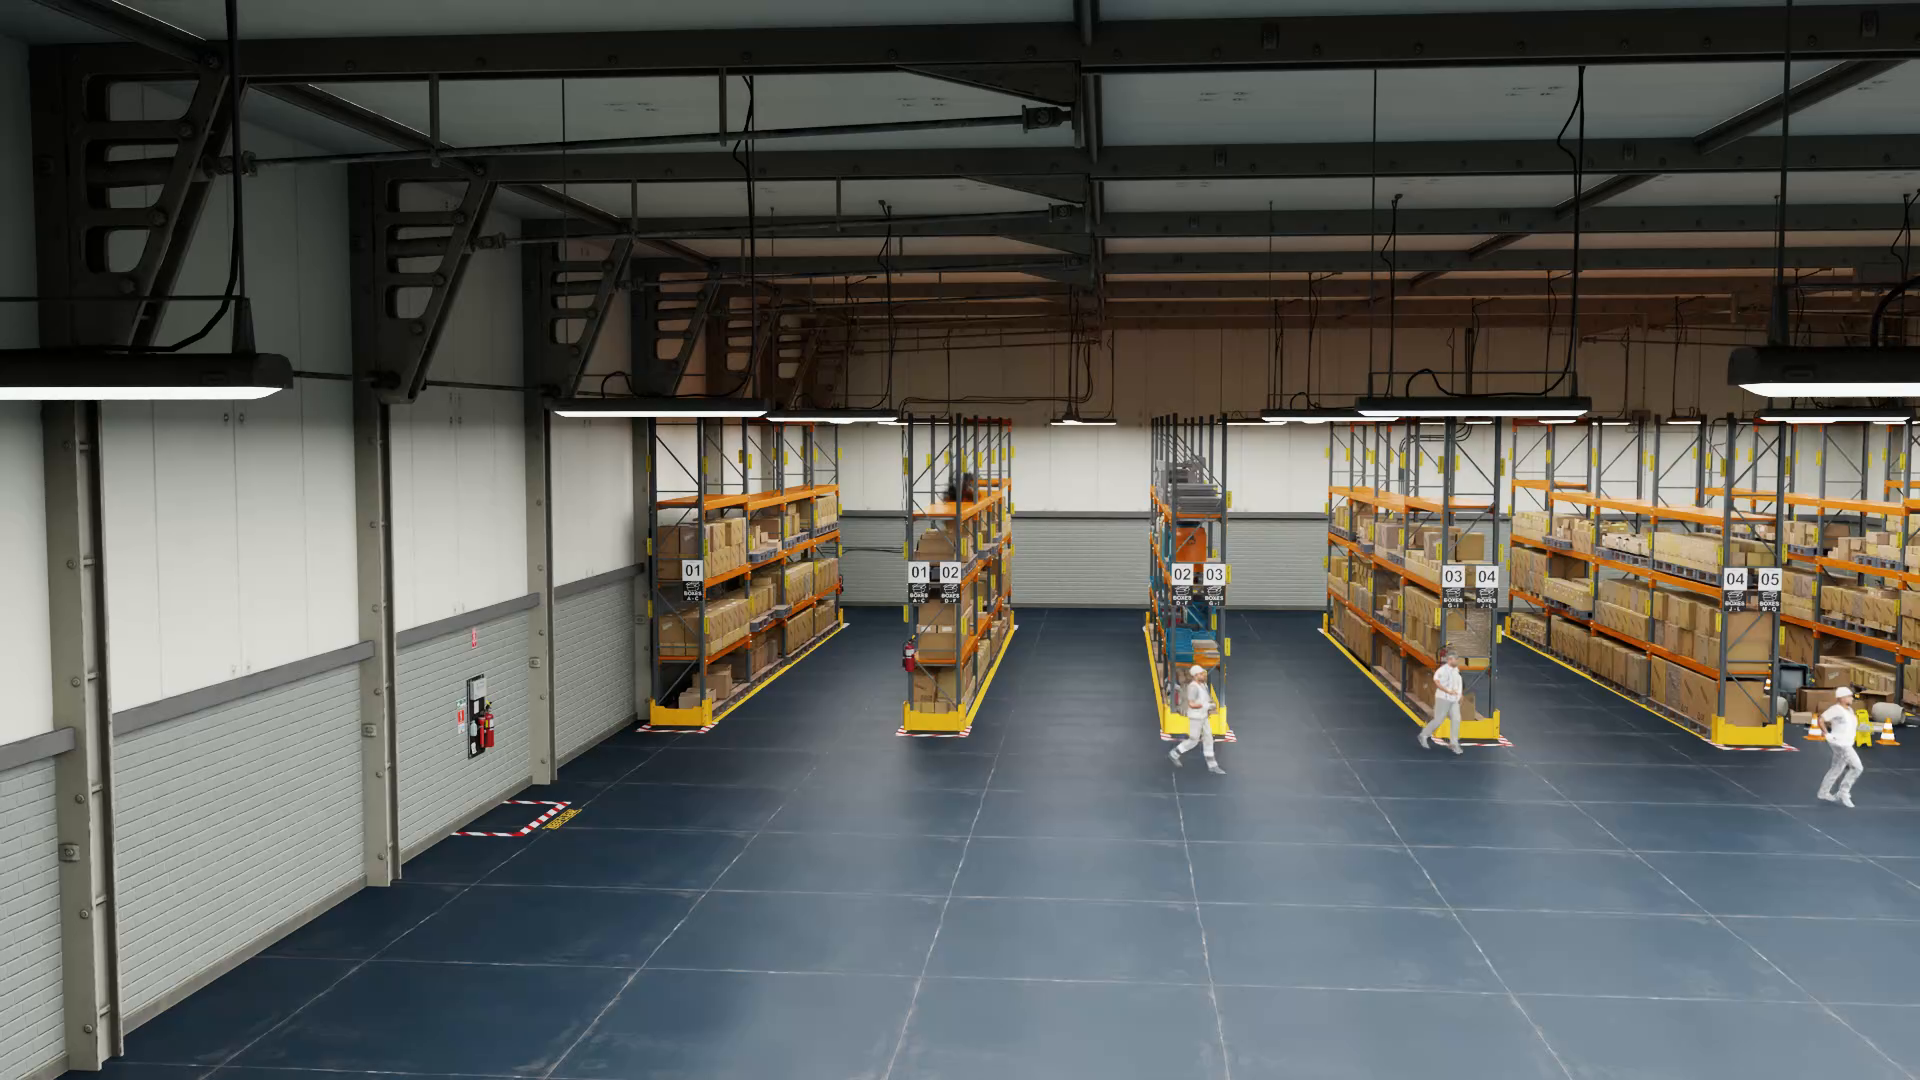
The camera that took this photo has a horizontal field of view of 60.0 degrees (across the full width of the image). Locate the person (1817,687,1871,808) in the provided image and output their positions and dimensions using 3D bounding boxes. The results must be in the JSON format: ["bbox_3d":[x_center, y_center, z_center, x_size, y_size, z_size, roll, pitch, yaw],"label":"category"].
[{"bbox_3d":[13.403,3.136,25.201,0.695,1.815,0.669,3,5,38],"label":"person"}]

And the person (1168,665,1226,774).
[{"bbox_3d":[3.918,2.958,27.466,0.987,1.786,0.656,2,4,28],"label":"person"}]

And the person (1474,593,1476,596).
[{"bbox_3d":[13.969,1.740,46.383,0.910,1.696,0.698,-3,5,-35],"label":"person"}]

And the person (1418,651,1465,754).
[{"bbox_3d":[8.683,2.842,29.534,0.735,1.759,0.892,-3,5,-36],"label":"person"}]
